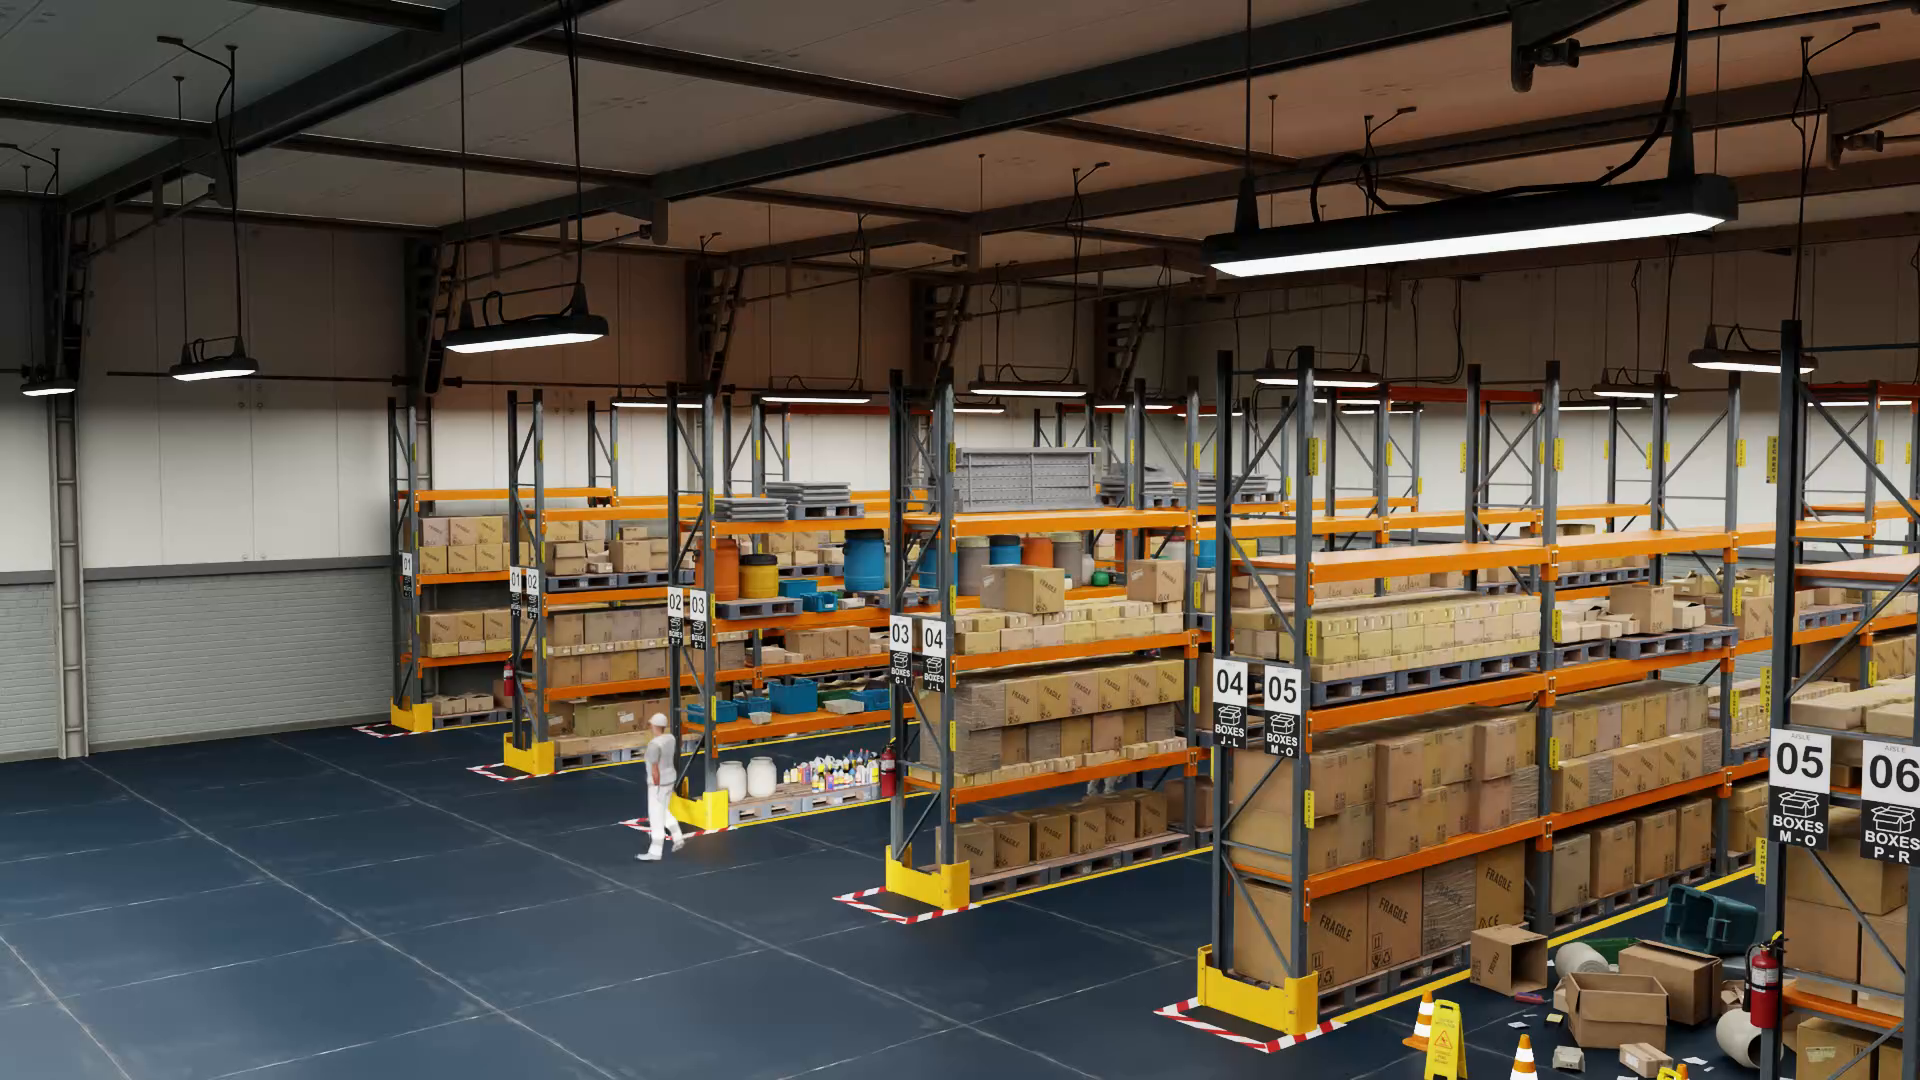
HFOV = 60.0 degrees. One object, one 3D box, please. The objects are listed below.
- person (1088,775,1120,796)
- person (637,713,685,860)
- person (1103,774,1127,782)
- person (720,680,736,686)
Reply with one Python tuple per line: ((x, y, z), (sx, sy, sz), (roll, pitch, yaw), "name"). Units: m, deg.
((2.088, 2.899, 23.919), (0.496, 1.815, 0.633), (-1, 3, -13), "person")
((-3.702, 3.042, 20.664), (0.453, 1.793, 0.582), (1, 3, 18), "person")
((2.407, 2.844, 25.429), (0.419, 1.673, 0.514), (1, 4, 20), "person")
((-4.558, 2.399, 31.870), (0.497, 1.777, 0.562), (0, 3, -4), "person")
